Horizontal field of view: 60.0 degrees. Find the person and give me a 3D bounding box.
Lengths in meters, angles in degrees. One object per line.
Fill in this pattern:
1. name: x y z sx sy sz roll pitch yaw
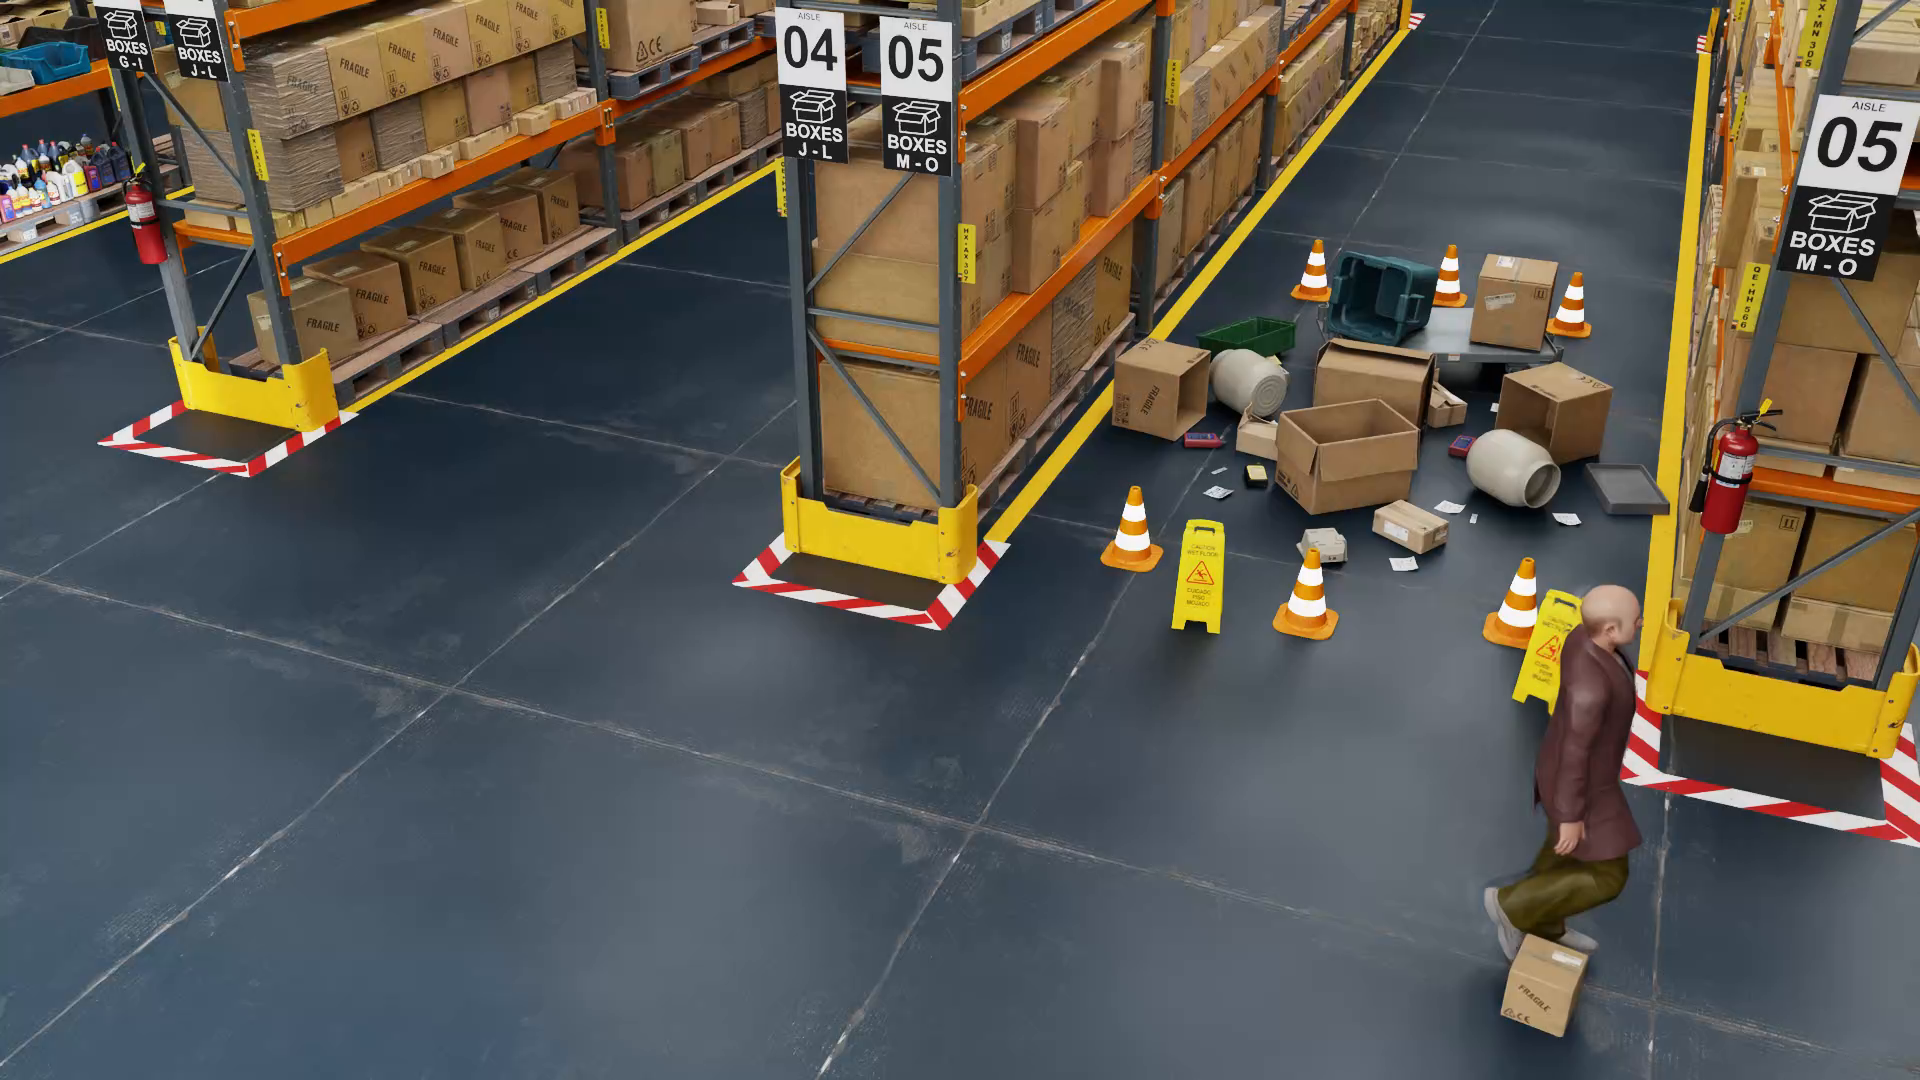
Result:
1. person: 2.461 1.053 6.682 0.534 1.574 0.653 8 30 14
